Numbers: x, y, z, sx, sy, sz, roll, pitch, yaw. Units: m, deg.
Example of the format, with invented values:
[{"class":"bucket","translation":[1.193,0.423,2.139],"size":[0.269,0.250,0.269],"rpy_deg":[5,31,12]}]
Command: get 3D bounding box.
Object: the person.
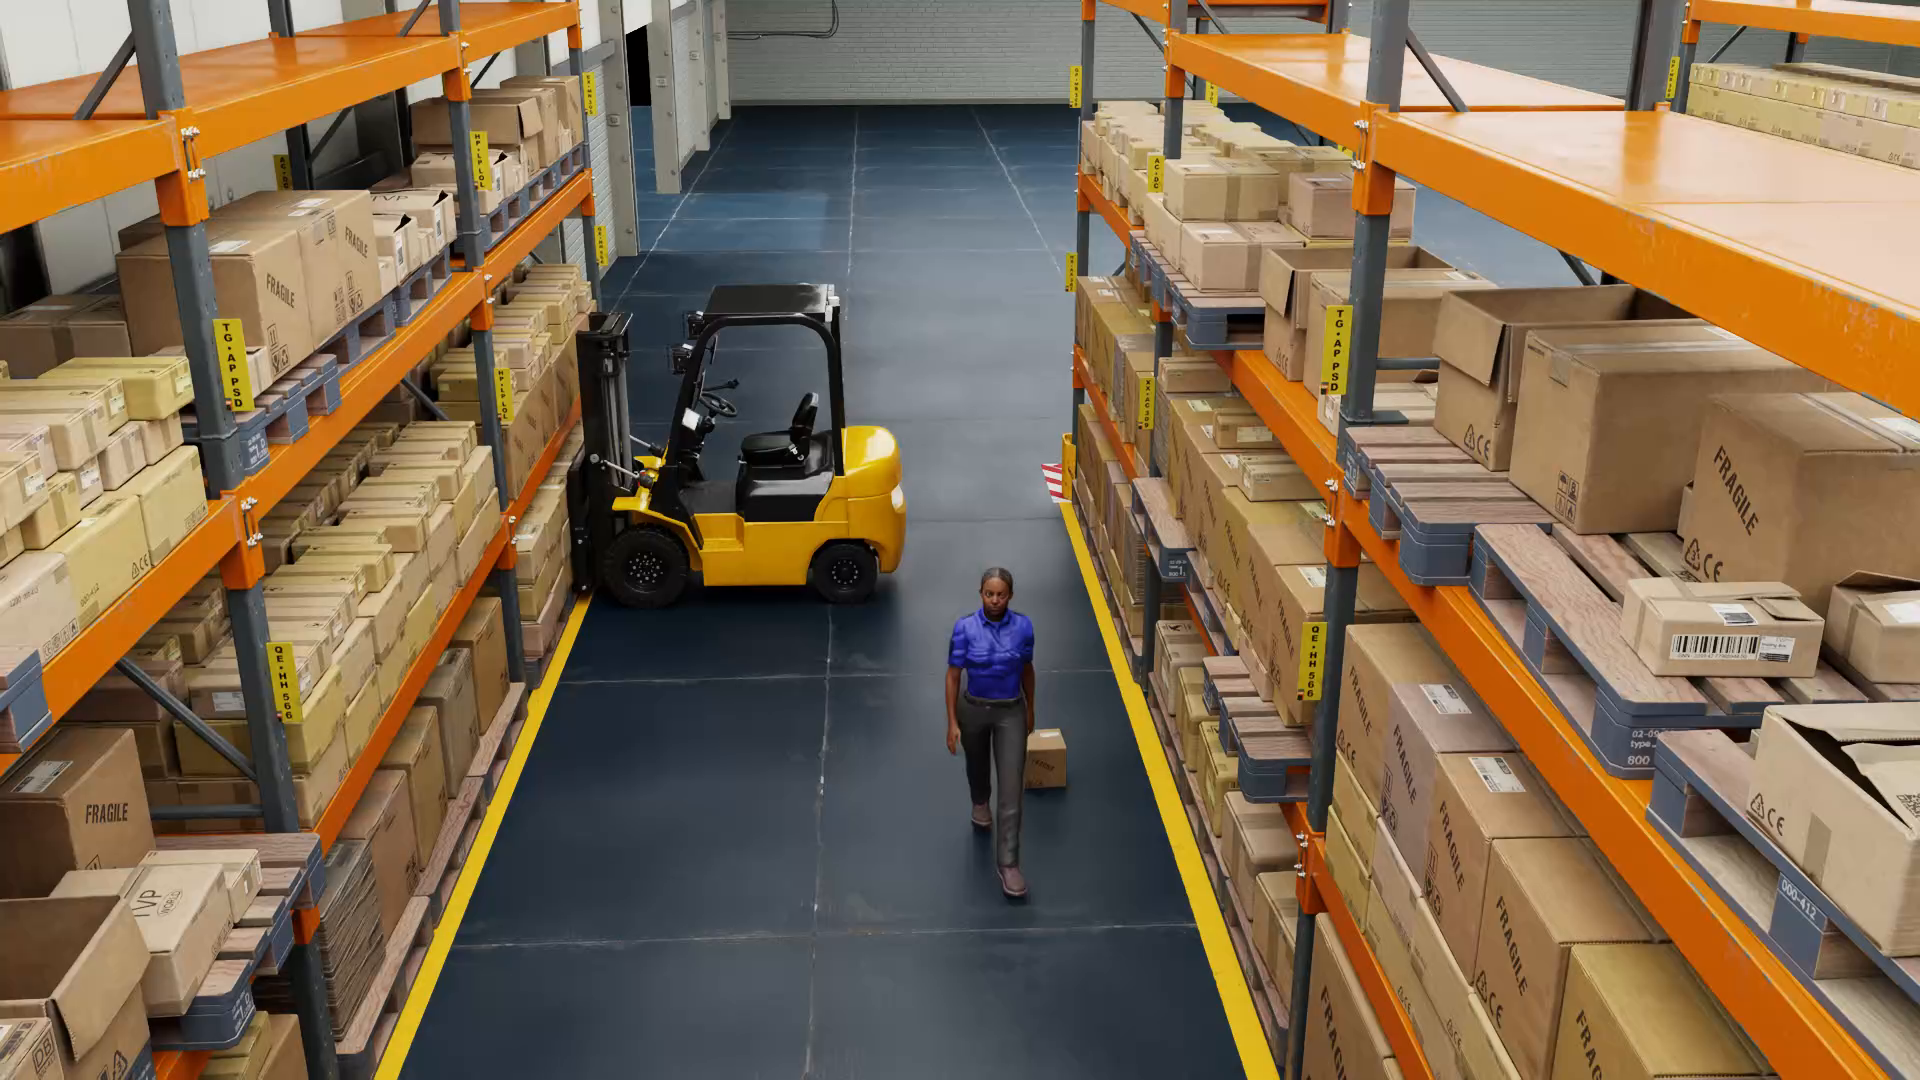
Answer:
[{"class":"person","translation":[0.161,0.917,8.619],"size":[0.475,1.595,0.989],"rpy_deg":[0,21,-1]}]
